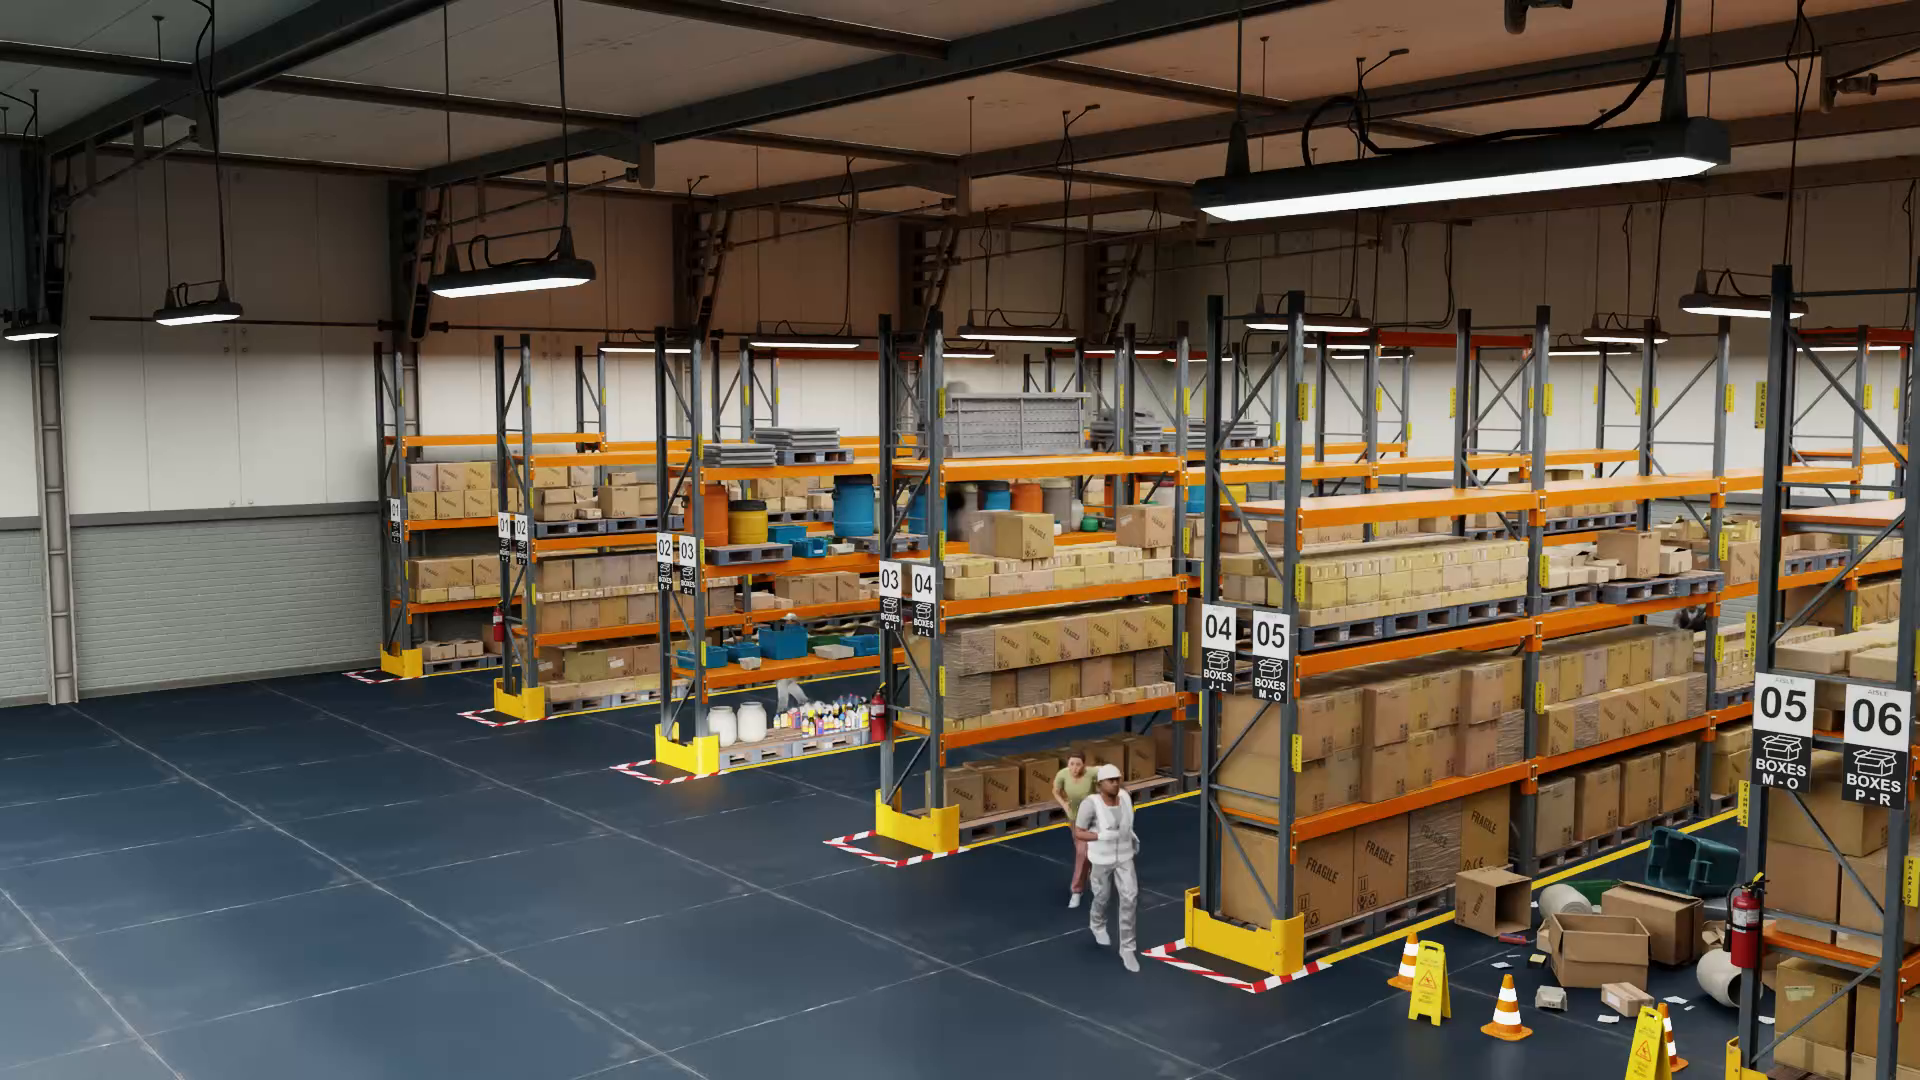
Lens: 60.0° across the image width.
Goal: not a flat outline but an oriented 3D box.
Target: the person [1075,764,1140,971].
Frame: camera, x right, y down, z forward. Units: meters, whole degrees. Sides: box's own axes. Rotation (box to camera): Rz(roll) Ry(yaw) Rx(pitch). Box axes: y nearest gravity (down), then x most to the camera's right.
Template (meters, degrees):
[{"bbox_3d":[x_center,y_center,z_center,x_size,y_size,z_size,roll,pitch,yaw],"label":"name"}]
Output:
[{"bbox_3d":[1.321,2.922,15.048,0.664,1.837,0.807,-2,5,-17],"label":"person"}]

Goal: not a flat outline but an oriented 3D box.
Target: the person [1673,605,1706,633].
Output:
[{"bbox_3d":[12.436,1.744,28.249,0.632,1.679,0.720,4,6,34],"label":"person"}]

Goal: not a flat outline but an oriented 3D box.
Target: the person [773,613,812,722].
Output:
[{"bbox_3d":[-2.629,1.990,26.040,0.802,1.705,0.607,-4,6,-35],"label":"person"}]

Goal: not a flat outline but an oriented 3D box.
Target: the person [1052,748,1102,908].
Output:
[{"bbox_3d":[1.272,2.856,16.957,0.619,1.626,0.961,1,5,14],"label":"person"}]
